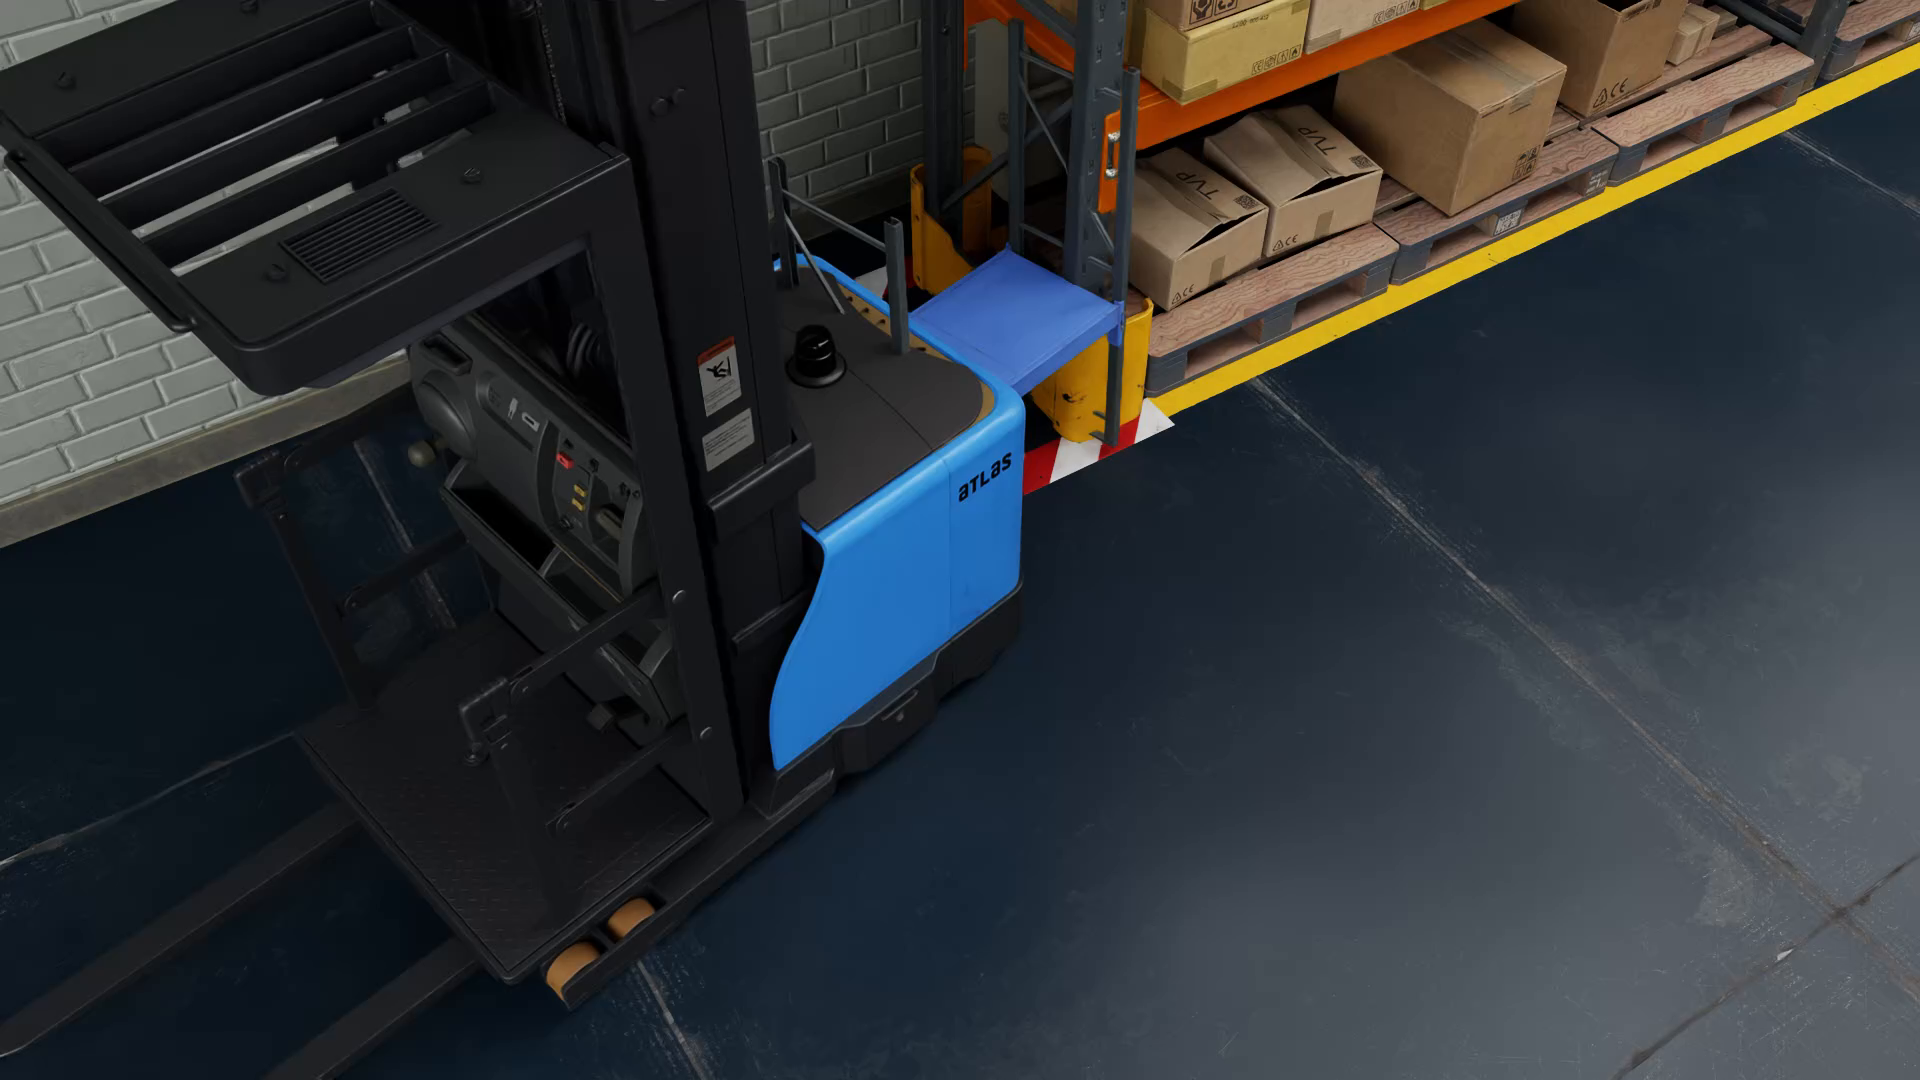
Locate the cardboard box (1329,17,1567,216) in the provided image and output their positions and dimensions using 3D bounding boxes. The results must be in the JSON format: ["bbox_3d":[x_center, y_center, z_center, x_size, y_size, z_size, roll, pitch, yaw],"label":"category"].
[{"bbox_3d":[1.941,-1.764,6.692,0.500,0.500,0.700,-28,54,-23],"label":"cardboard box"}]

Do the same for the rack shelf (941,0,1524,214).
[{"bbox_3d":[1.871,-2.300,6.271,4.000,0.370,1.077,-25,53,-21],"label":"rack shelf"}]

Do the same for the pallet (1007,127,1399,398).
[{"bbox_3d":[0.949,-1.147,6.630,1.213,0.211,1.003,-25,53,-21],"label":"pallet"}]

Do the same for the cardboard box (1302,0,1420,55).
[{"bbox_3d":[1.193,-1.909,5.529,0.500,0.250,0.500,-27,54,-22],"label":"cardboard box"}]

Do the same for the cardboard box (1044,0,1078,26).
[{"bbox_3d":[0.471,-2.008,5.617,0.500,0.250,0.500,-25,53,-20],"label":"cardboard box"}]

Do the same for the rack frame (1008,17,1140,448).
[{"bbox_3d":[0.361,-0.981,5.592,0.500,1.500,0.032,33,55,29],"label":"rack frame"}]

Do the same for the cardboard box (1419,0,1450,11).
[{"bbox_3d":[1.627,-2.108,5.706,0.500,0.250,0.500,-26,53,-21],"label":"cardboard box"}]

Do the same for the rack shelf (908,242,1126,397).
[{"bbox_3d":[0.021,-0.582,5.466,0.538,0.185,1.000,33,55,29],"label":"rack shelf"}]

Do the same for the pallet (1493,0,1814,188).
[{"bbox_3d":[3.013,-2.119,7.496,1.213,0.211,1.003,-25,53,-21],"label":"pallet"}]

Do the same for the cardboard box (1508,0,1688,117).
[{"bbox_3d":[2.706,-2.212,7.091,0.500,0.500,0.500,-29,54,-23],"label":"cardboard box"}]

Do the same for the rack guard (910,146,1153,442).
[{"bbox_3d":[0.243,-0.941,6.254,0.348,0.500,1.175,-25,53,-21],"label":"rack guard"}]

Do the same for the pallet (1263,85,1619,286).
[{"bbox_3d":[1.980,-1.630,7.060,1.213,0.211,1.003,-25,53,-21],"label":"pallet"}]

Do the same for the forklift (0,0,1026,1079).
[{"bbox_3d":[-1.202,-0.141,3.913,3.031,2.935,1.130,-36,58,-28],"label":"forklift"}]

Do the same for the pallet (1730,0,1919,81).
[{"bbox_3d":[4.220,-2.720,8.031,1.213,0.211,1.003,-25,53,-21],"label":"pallet"}]

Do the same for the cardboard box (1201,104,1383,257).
[{"bbox_3d":[1.294,-1.441,6.530,0.500,0.311,0.500,-21,52,-18],"label":"cardboard box"}]

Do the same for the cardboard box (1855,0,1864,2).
[{"bbox_3d":[4.176,-2.955,7.752,0.500,0.500,0.700,-24,52,-20],"label":"cardboard box"}]

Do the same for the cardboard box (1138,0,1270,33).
[{"bbox_3d":[0.743,-1.949,5.062,0.500,0.500,0.500,-25,53,-21],"label":"cardboard box"}]

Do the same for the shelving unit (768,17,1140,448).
[{"bbox_3d":[0.017,-0.708,5.337,0.538,1.500,1.048,33,55,29],"label":"shelving unit"}]

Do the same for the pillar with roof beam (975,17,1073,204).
[{"bbox_3d":[2.607,-1.844,1.366,0.400,9.000,9.100,-25,53,-21],"label":"pillar with roof beam"}]

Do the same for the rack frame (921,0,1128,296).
[{"bbox_3d":[0.179,-1.742,5.293,0.127,3.000,1.000,-25,53,-21],"label":"rack frame"}]

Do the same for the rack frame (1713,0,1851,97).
[{"bbox_3d":[3.562,-3.336,6.713,0.127,3.000,1.000,-25,53,-21],"label":"rack frame"}]

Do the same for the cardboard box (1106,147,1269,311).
[{"bbox_3d":[0.812,-1.213,6.328,0.500,0.311,0.500,-31,55,-25],"label":"cardboard box"}]

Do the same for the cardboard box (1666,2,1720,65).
[{"bbox_3d":[3.126,-2.308,7.400,0.250,0.166,0.380,-32,56,-25],"label":"cardboard box"}]

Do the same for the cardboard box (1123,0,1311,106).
[{"bbox_3d":[0.761,-1.693,5.336,0.500,0.250,0.500,-27,54,-22],"label":"cardboard box"}]

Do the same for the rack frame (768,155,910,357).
[{"bbox_3d":[-0.328,-0.434,5.083,0.500,1.500,0.032,33,55,29],"label":"rack frame"}]
